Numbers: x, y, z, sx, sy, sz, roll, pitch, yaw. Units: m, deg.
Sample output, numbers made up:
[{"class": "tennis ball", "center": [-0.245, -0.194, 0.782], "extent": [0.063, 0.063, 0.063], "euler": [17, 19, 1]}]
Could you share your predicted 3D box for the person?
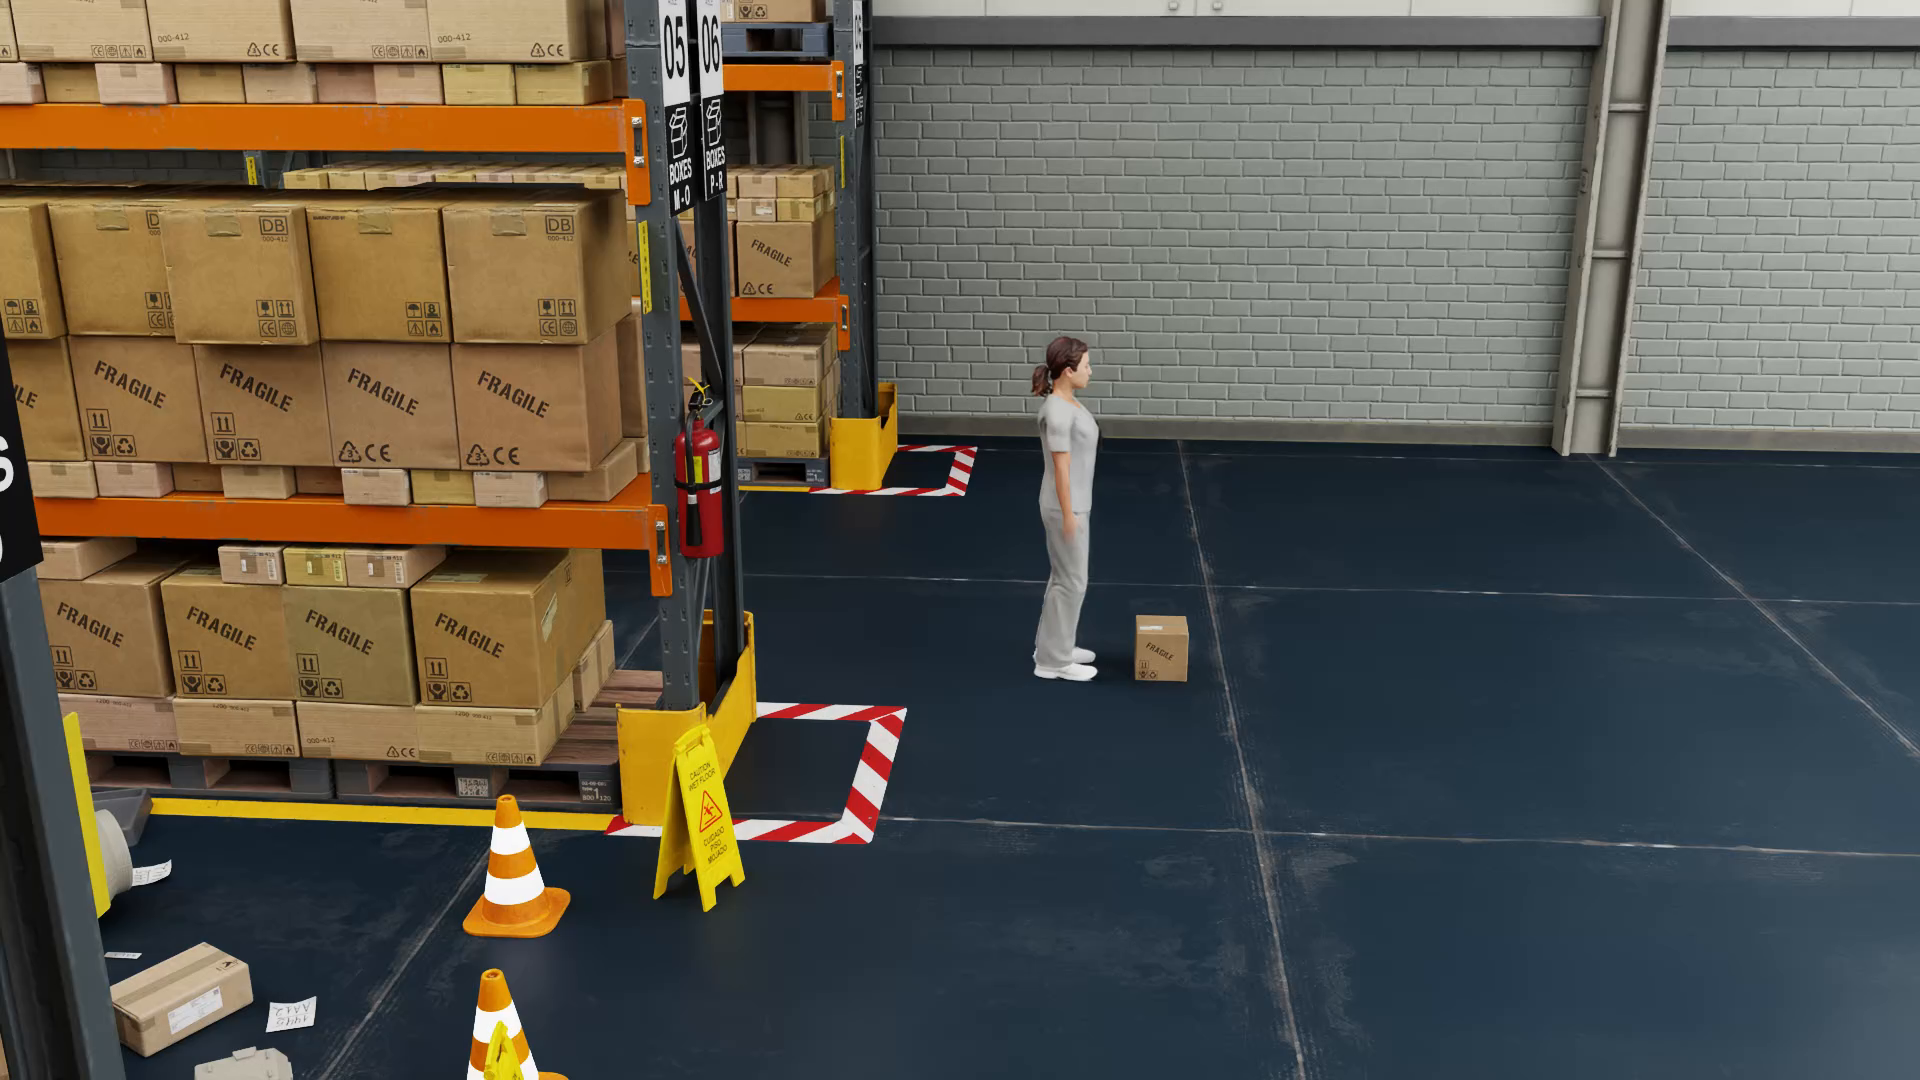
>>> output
[{"class": "person", "center": [0.507, -0.158, 8.072], "extent": [0.360, 1.675, 0.444], "euler": [2, 18, 5]}]
